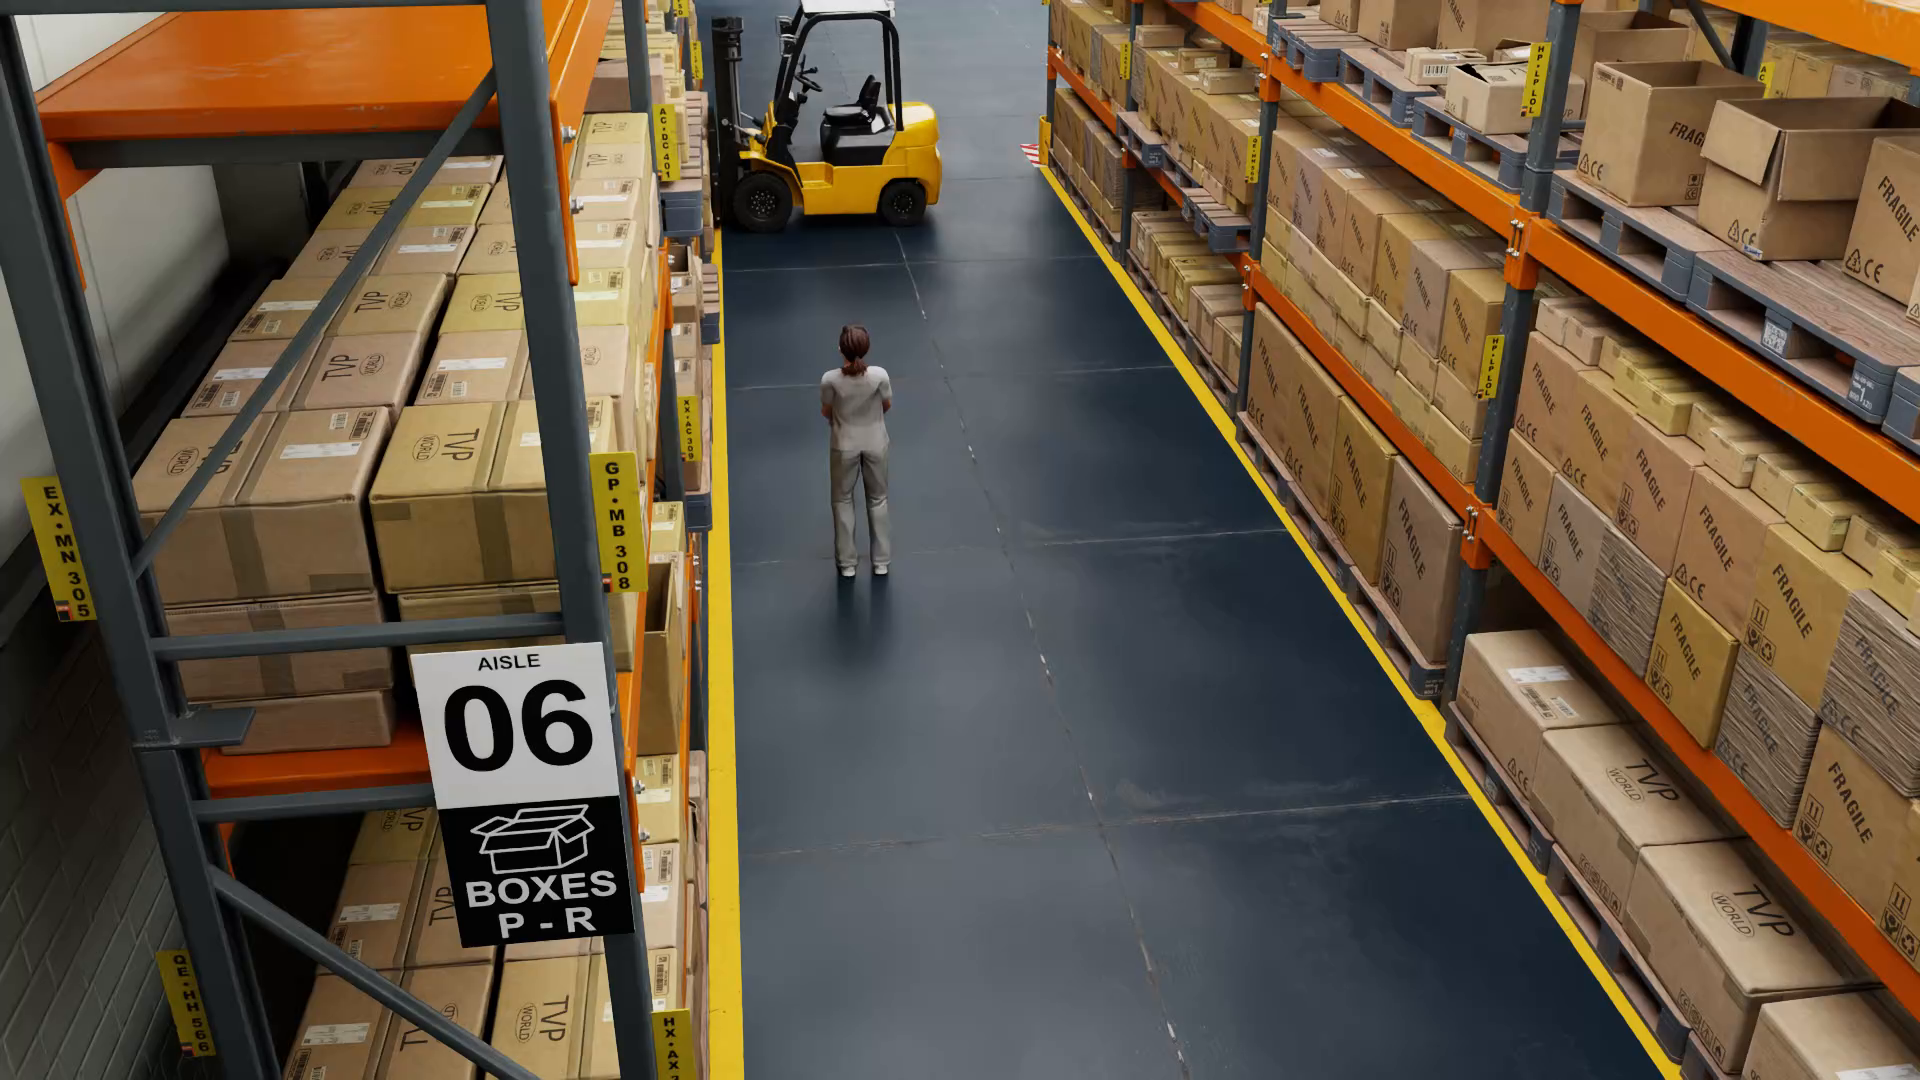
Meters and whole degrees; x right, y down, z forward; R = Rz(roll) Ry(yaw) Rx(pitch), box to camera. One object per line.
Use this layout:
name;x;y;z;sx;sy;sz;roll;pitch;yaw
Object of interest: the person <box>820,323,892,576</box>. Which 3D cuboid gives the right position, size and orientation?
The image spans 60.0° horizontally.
person;-0.635;-0.583;10.237;0.438;1.662;0.553;-4;28;-8
